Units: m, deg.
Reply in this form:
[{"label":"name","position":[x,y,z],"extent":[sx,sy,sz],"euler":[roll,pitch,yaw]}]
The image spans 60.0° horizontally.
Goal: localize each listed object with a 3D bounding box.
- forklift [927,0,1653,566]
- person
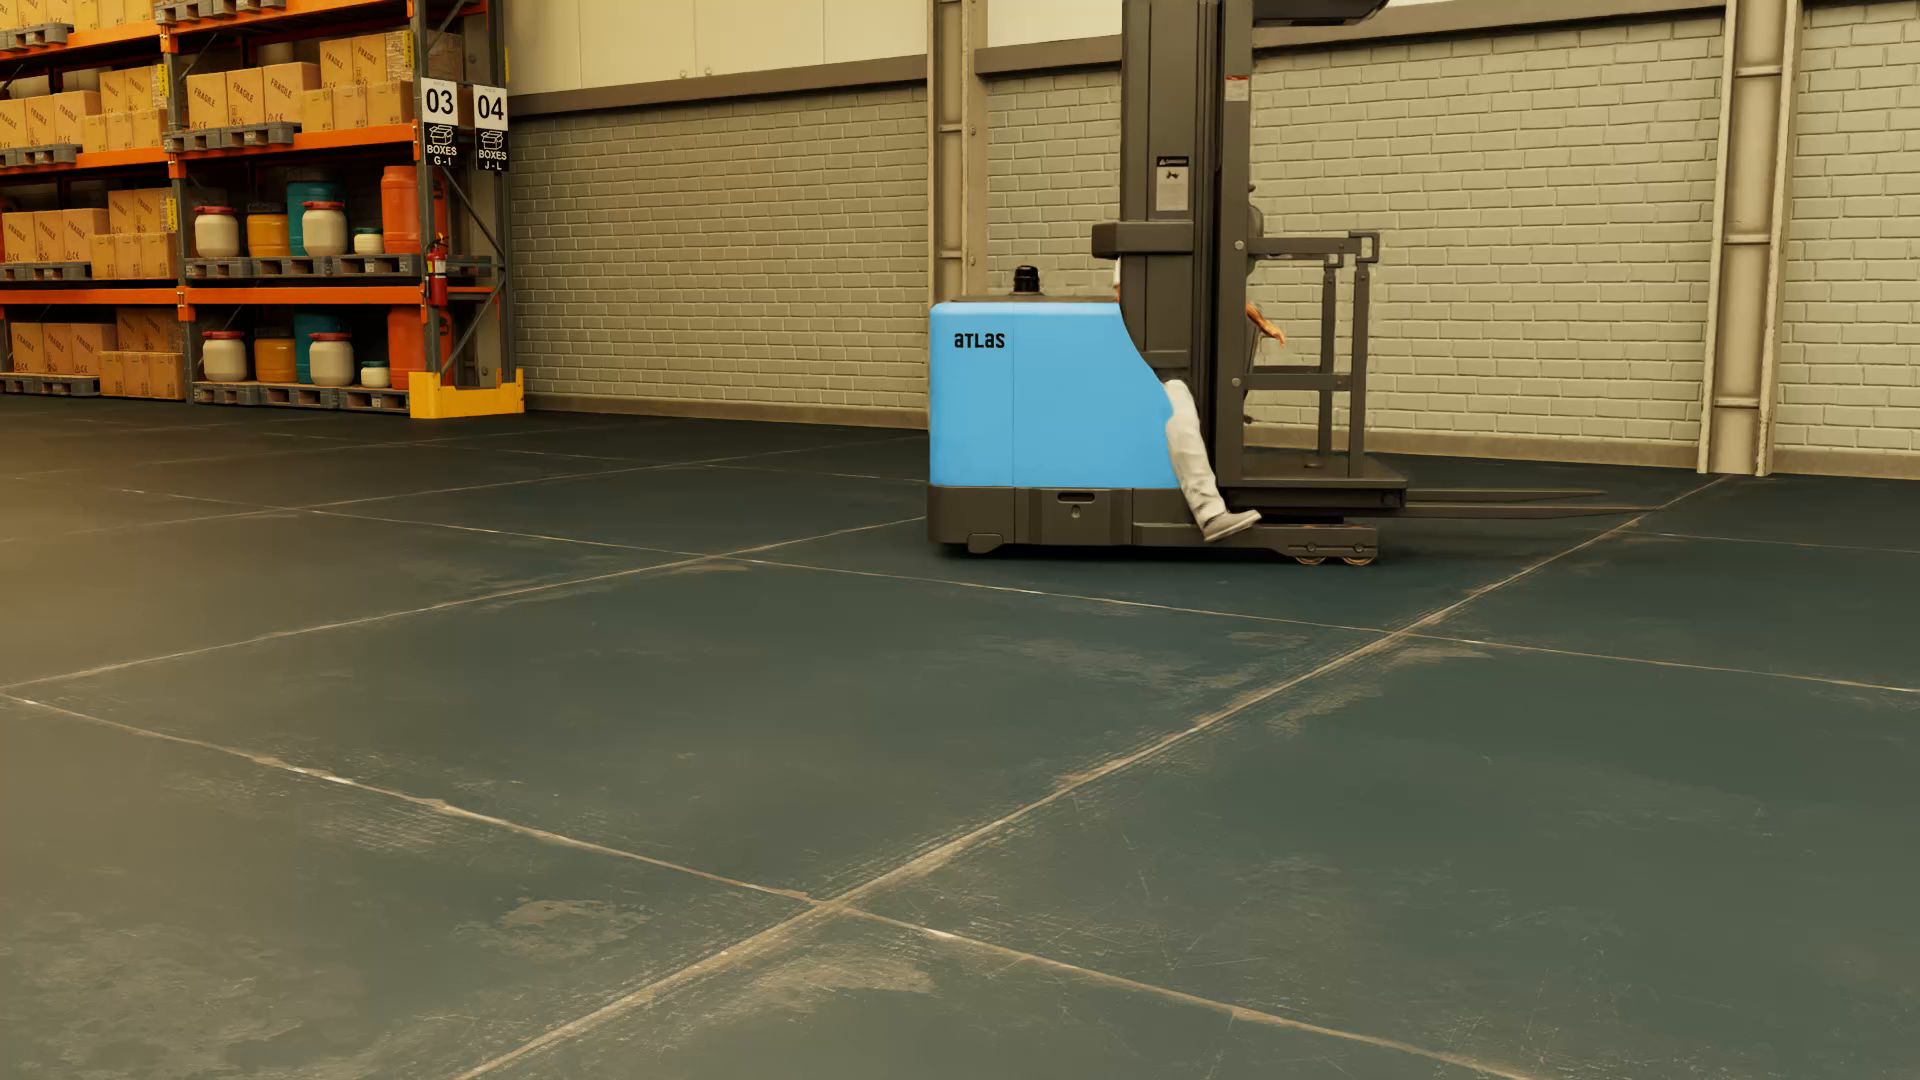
[{"label":"forklift","position":[1.405,-1.423,7.197],"extent":[3.031,2.935,1.130],"euler":[1,8,5]},{"label":"person","position":[1.028,-0.759,7.046],"extent":[0.864,1.529,1.012],"euler":[-6,10,-38]}]
